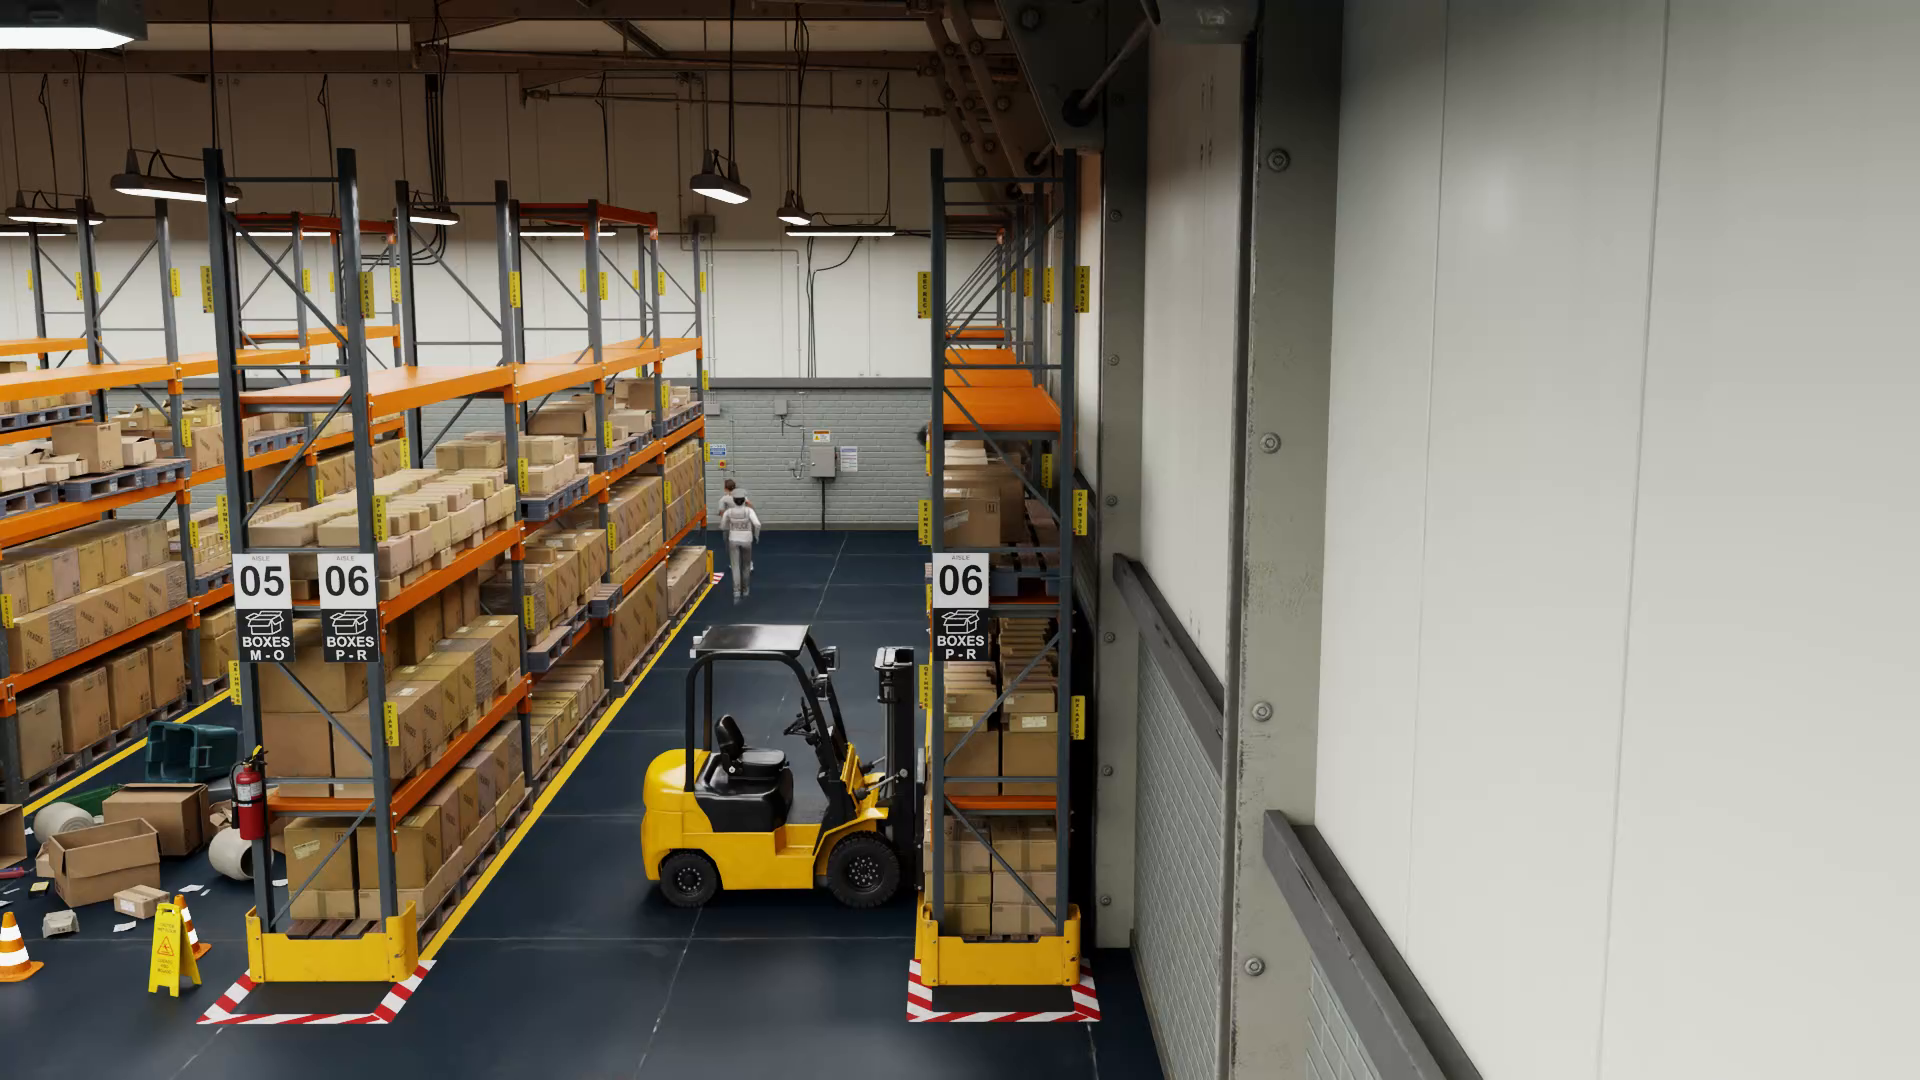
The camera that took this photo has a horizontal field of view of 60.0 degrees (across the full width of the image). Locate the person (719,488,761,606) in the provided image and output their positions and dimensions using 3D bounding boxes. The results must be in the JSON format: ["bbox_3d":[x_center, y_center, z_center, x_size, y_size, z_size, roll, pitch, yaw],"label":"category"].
[{"bbox_3d":[-3.270,0.081,24.759,0.611,1.731,0.858,-1,9,-8],"label":"person"}]

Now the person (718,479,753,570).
[{"bbox_3d":[-3.950,-0.255,28.790,0.688,1.633,0.564,8,12,39],"label":"person"}]
